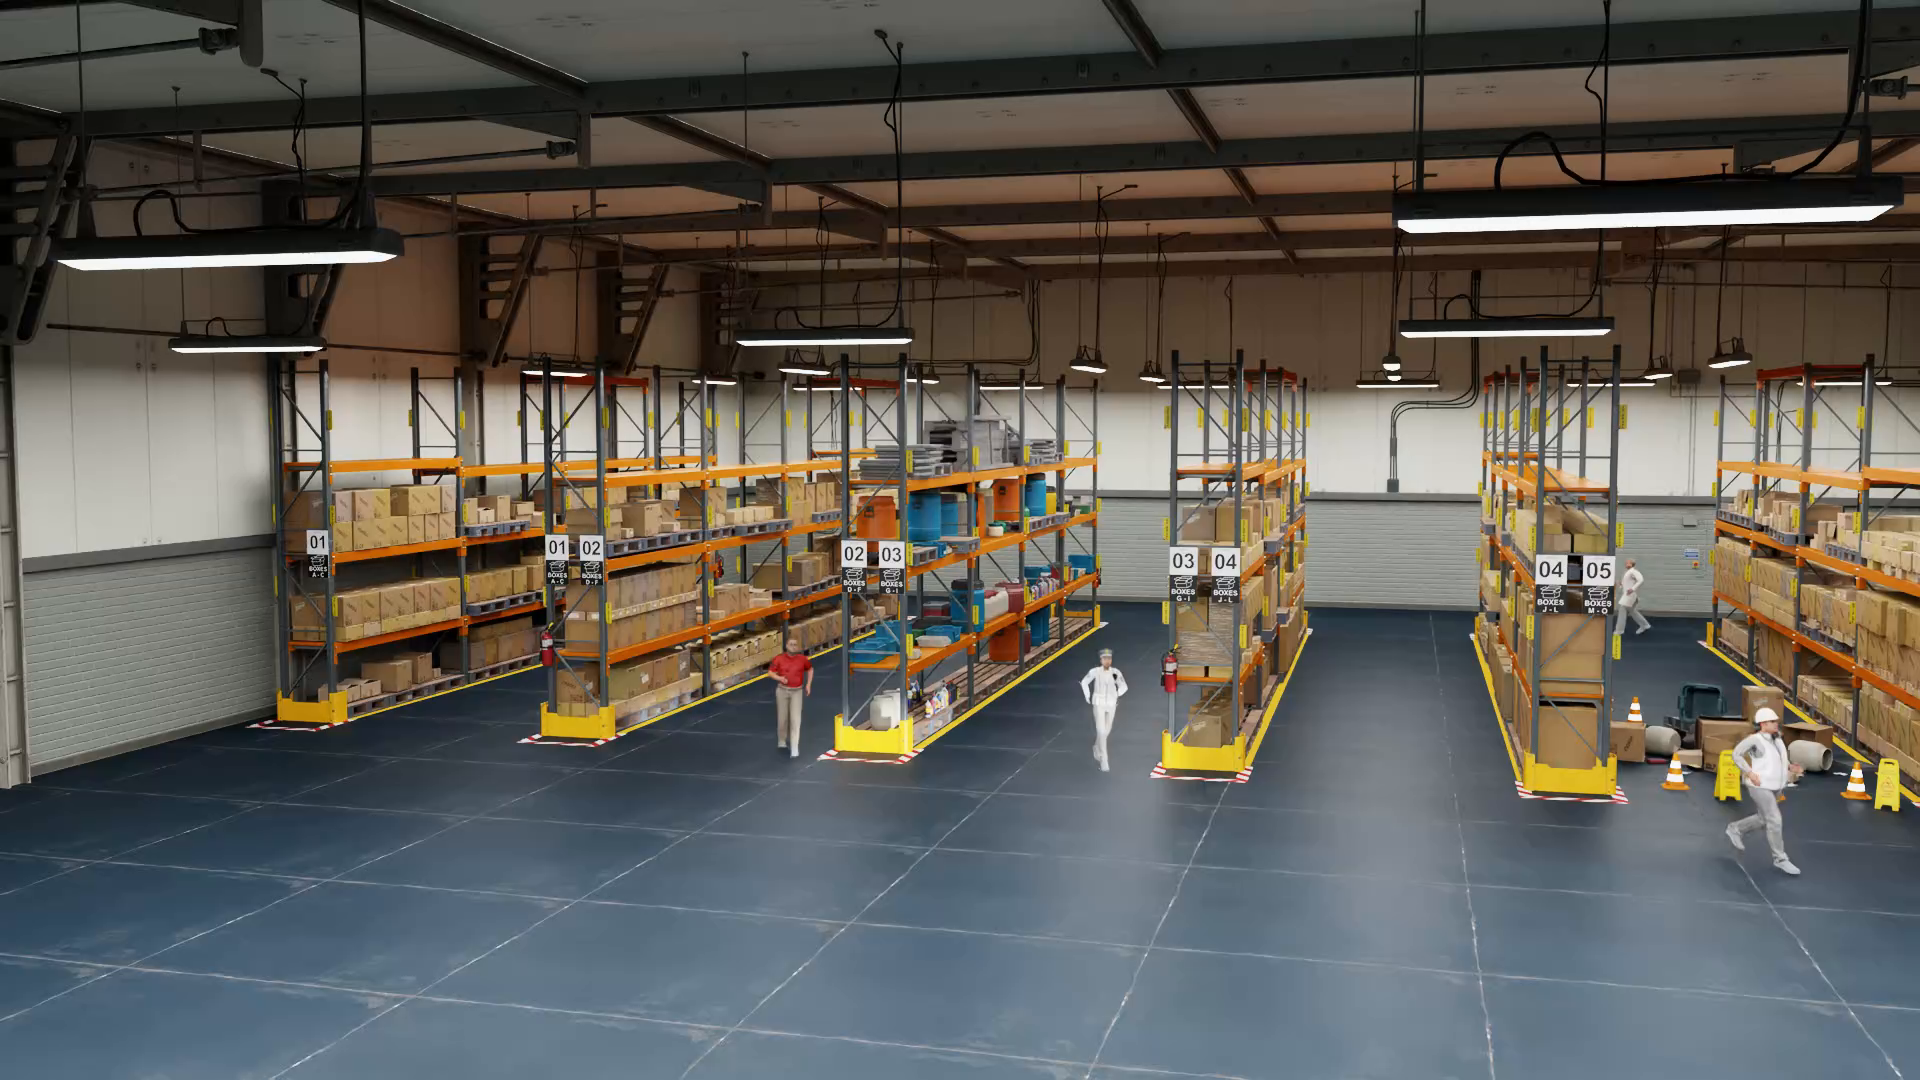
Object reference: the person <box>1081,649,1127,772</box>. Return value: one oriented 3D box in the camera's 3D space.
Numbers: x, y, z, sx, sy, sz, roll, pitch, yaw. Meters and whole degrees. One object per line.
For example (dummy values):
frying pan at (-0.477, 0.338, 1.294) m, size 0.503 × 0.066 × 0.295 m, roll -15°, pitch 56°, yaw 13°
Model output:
person at (2.104, 2.433, 24.078) m, size 0.654 × 1.745 × 0.816 m, roll 0°, pitch 4°, yaw -7°

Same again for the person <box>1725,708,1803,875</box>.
person at (9.032, 2.771, 18.675) m, size 0.661 × 1.780 × 0.953 m, roll -3°, pitch 5°, yaw -33°

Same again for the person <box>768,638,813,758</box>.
person at (-2.543, 2.359, 25.018) m, size 0.688 × 1.773 × 0.744 m, roll -1°, pitch 4°, yaw -8°

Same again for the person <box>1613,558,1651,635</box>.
person at (15.538, 1.317, 38.529) m, size 0.951 × 1.796 × 0.713 m, roll 1°, pitch 4°, yaw 16°
